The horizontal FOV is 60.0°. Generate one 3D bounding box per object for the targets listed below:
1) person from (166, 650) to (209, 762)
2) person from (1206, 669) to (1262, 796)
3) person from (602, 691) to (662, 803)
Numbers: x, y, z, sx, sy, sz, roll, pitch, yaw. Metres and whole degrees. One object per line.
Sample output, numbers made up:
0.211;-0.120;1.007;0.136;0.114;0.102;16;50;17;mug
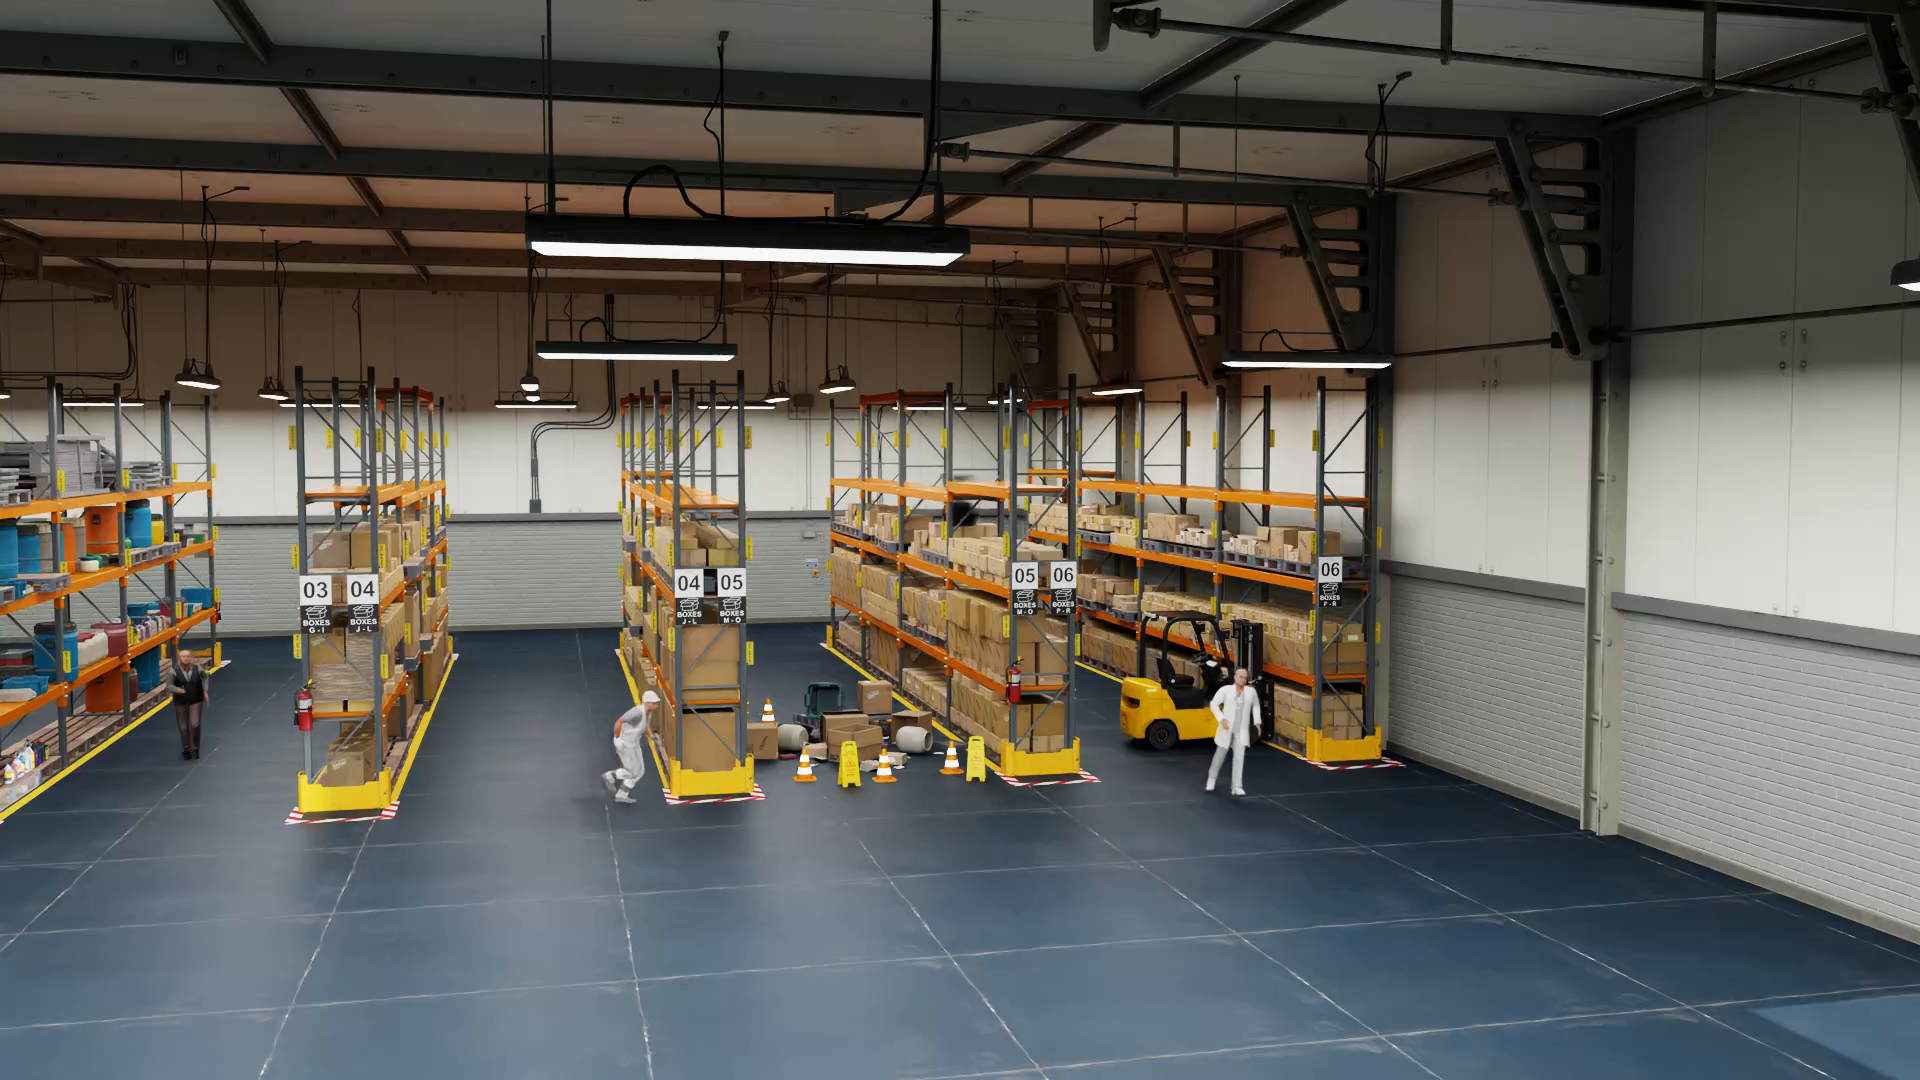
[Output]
-12.085;2.636;26.023;0.595;1.673;0.814;-1;4;-21;person
3.893;2.691;23.375;0.747;1.769;1.068;0;3;-5;person
-4.528;2.854;22.867;0.913;1.586;0.688;1;4;19;person
